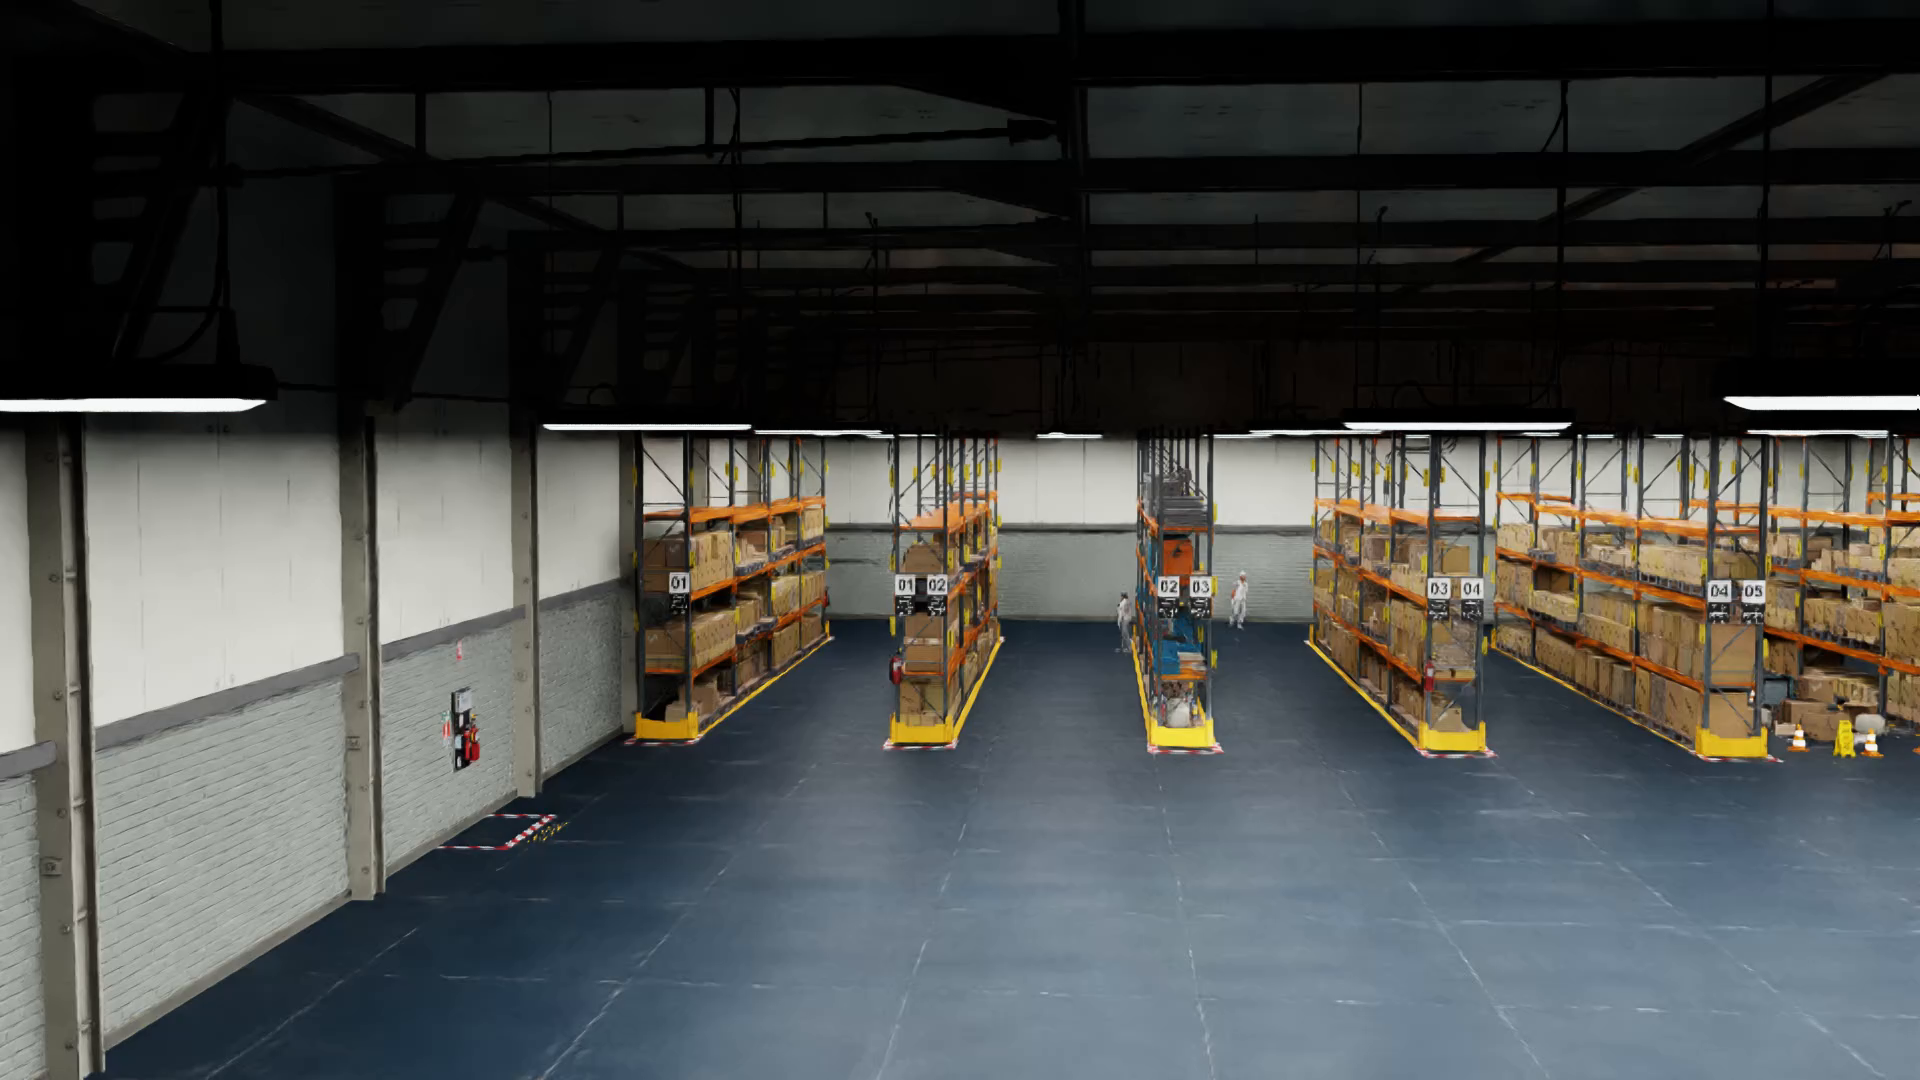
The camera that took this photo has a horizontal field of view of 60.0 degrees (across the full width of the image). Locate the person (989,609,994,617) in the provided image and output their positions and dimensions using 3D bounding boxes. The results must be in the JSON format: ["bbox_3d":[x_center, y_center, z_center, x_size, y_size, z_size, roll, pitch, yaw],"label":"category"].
[{"bbox_3d":[0.724,1.792,51.135,0.711,1.694,0.815,-1,4,-14],"label":"person"}]

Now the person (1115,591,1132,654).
[{"bbox_3d":[4.398,2.193,44.680,0.550,1.661,0.585,2,4,26],"label":"person"}]

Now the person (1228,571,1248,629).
[{"bbox_3d":[8.427,1.815,50.372,0.586,1.775,0.577,-2,4,-30],"label":"person"}]
